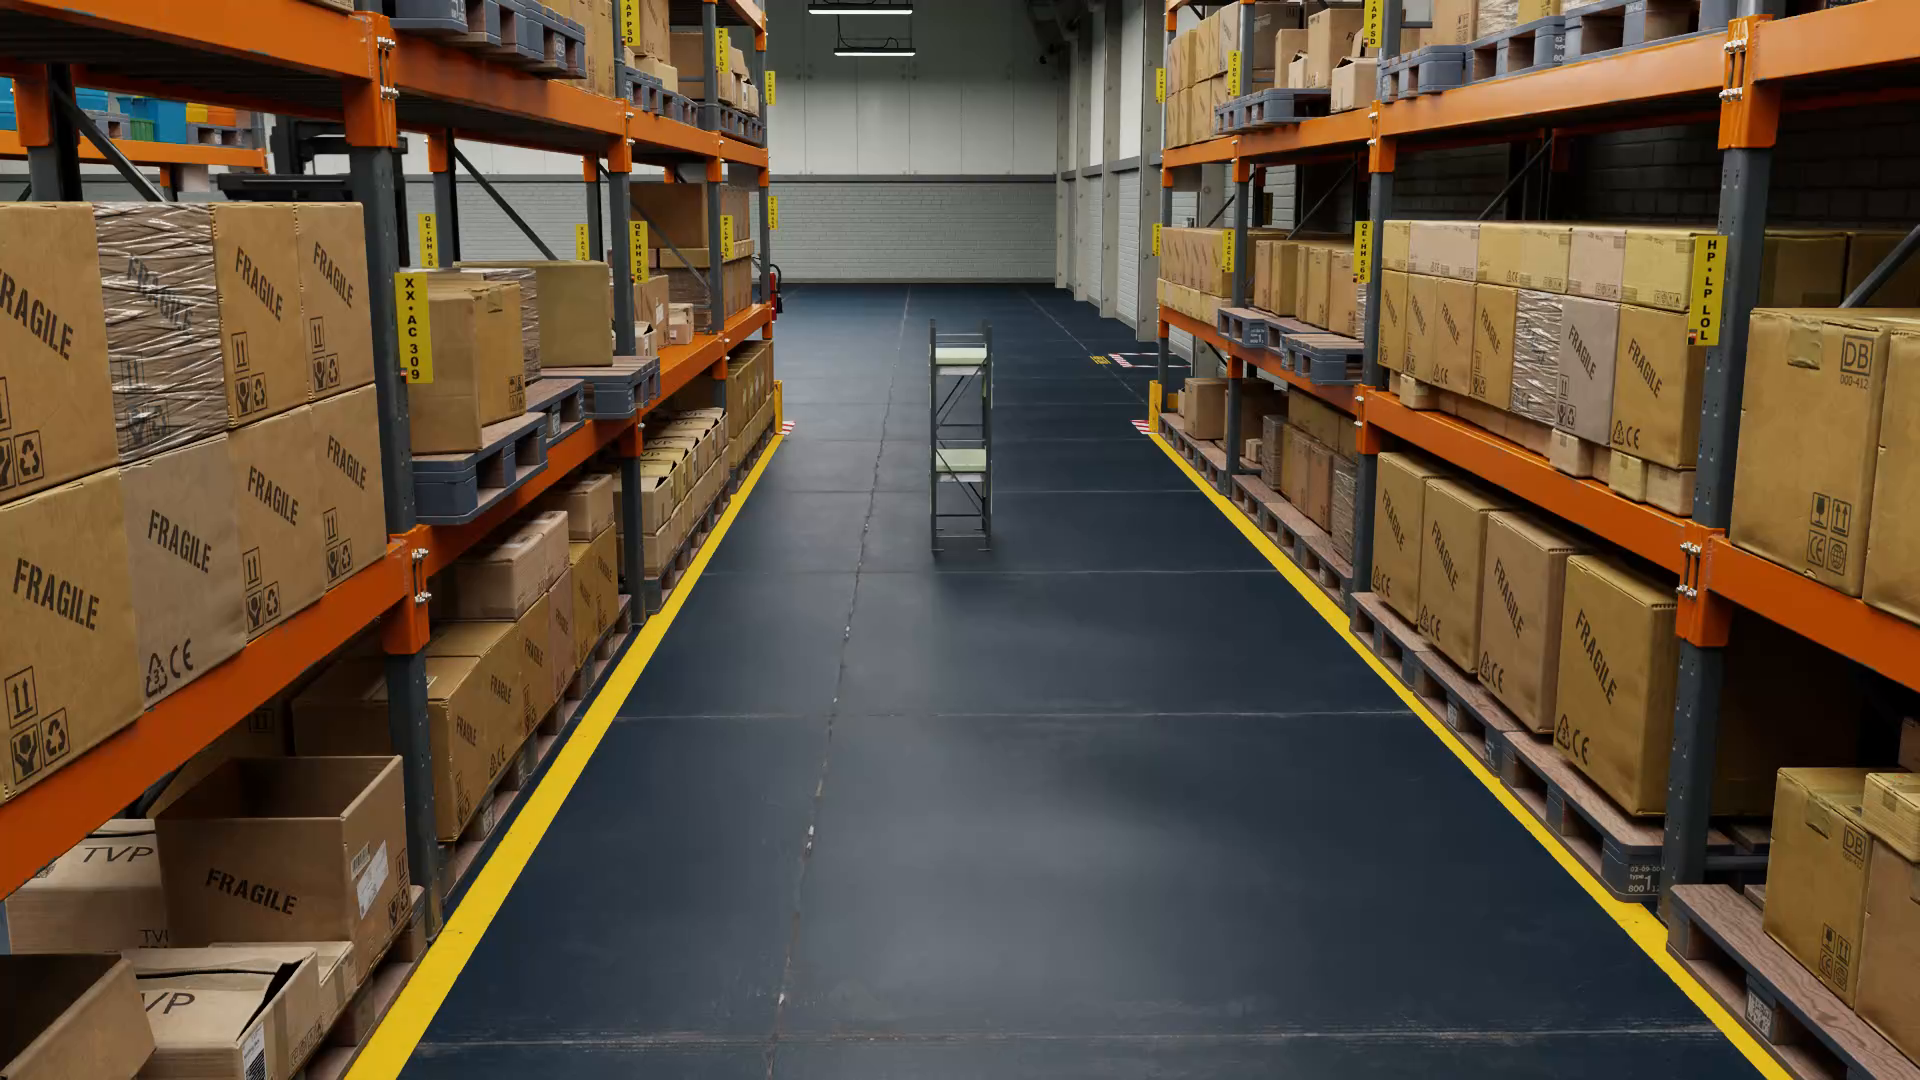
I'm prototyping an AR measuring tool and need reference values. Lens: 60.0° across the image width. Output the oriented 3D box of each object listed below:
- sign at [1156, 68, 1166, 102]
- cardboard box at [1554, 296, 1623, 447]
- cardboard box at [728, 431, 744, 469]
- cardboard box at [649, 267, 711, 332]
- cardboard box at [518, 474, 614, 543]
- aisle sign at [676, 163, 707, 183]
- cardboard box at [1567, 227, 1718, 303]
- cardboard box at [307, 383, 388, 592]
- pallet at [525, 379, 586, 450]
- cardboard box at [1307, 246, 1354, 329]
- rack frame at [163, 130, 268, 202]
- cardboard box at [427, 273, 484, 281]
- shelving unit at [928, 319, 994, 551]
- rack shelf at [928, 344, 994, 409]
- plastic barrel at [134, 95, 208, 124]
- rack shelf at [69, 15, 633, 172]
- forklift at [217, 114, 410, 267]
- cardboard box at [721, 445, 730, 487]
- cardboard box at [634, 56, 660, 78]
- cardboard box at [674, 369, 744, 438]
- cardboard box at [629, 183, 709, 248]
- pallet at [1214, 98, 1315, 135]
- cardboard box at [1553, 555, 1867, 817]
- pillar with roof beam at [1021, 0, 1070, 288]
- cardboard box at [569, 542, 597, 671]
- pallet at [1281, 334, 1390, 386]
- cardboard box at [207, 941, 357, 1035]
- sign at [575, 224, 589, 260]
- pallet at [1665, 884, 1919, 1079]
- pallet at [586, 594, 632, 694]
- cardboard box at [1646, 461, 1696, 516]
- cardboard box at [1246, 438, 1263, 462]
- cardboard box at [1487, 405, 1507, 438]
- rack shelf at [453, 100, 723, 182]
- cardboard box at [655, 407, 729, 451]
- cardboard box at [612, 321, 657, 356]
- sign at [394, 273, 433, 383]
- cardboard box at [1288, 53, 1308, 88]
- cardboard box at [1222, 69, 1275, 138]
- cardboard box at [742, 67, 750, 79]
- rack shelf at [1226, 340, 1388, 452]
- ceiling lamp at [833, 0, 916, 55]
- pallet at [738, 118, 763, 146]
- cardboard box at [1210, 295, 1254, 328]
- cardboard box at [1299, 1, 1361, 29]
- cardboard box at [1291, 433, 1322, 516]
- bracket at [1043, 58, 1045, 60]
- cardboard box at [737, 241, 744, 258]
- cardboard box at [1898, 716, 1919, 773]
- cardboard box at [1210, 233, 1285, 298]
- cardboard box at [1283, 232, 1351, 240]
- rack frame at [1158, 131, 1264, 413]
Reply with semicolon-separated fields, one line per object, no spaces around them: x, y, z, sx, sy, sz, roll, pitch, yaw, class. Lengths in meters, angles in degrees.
1.994;-4.504;16.472;0.100;0.325;0.005;0;11;-1;sign
2.503;-0.619;6.016;0.500;0.500;0.500;0;11;-1;cardboard box
-2.040;-0.743;13.537;0.500;0.250;0.500;0;11;-1;cardboard box
-2.349;-1.929;13.270;0.700;0.500;0.500;-1;11;-3;cardboard box
-1.991;-0.158;8.089;0.500;0.250;0.500;0;11;1;cardboard box
-2.723;-3.872;16.564;0.394;0.787;0.004;0;11;-1;aisle sign
2.518;-0.988;5.948;0.500;0.250;0.500;0;11;0;cardboard box
-1.901;-0.152;4.512;0.500;0.500;0.500;0;11;0;cardboard box
-2.206;-0.516;7.039;1.003;0.211;1.213;0;11;-1;pallet
2.634;-1.623;10.657;0.700;0.500;0.500;0;11;-1;cardboard box
-7.368;-2.567;16.668;1.000;3.000;0.127;0;11;-1;rack frame
-2.266;-0.807;6.684;0.700;0.500;0.500;-3;12;-16;cardboard box
0.000;-0.736;11.417;0.431;1.500;0.755;0;11;-1;shelving unit
0.000;-1.119;11.339;0.431;0.370;0.720;0;11;-1;rack shelf
-7.218;-4.109;15.194;0.600;0.588;0.600;0;11;0;plastic barrel
-2.209;-1.716;6.739;1.077;0.370;4.000;0;11;-1;rack shelf
-4.642;-1.625;12.196;1.130;2.935;3.031;0;11;-2;forklift
-2.035;-0.568;12.676;0.500;0.250;0.500;0;11;-2;cardboard box
-2.316;-3.162;11.378;0.500;0.250;0.500;-1;12;-7;cardboard box
-2.030;-1.111;13.463;0.500;0.500;0.500;0;11;-1;cardboard box
-2.349;-2.564;13.141;0.700;0.500;0.500;0;11;-1;cardboard box
2.526;-3.067;12.062;1.213;0.211;1.003;0;11;-1;pallet
2.641;0.497;5.916;0.750;0.750;0.750;0;11;0;cardboard box
-1.508;-11.358;44.911;9.100;9.000;0.548;0;11;-1;pillar with roof beam
-1.986;0.301;7.712;0.500;0.500;0.500;-1;11;-3;cardboard box
2.581;-1.065;9.745;1.213;0.211;1.003;0;11;-1;pallet
-1.805;1.167;4.327;0.380;0.149;0.250;0;11;-1;cardboard box
-2.888;-2.252;12.738;0.100;0.325;0.005;0;11;-1;sign
2.722;1.296;4.641;1.003;0.211;1.213;0;11;-1;pallet
-2.273;0.519;8.471;1.003;0.211;1.213;0;11;-1;pallet
2.495;-0.175;5.459;0.380;0.149;0.250;0;11;-1;cardboard box
2.578;-0.746;13.710;0.380;0.166;0.250;-2;12;-9;cardboard box
2.520;-0.533;7.223;0.380;0.149;0.250;0;11;-1;cardboard box
-2.292;-2.511;10.659;1.077;0.370;4.000;0;11;-1;rack shelf
-2.038;-0.845;12.630;0.500;0.311;0.500;0;11;-1;cardboard box
-2.075;-1.131;9.815;0.500;0.311;0.500;0;11;-2;cardboard box
-1.626;-0.629;4.939;0.100;0.325;0.005;0;11;-1;sign
2.563;-3.213;11.477;0.500;0.311;0.500;0;11;1;cardboard box
2.362;-3.441;13.131;0.500;0.500;0.500;0;11;0;cardboard box
-2.408;-4.267;15.837;0.797;0.503;0.637;1;11;3;cardboard box
2.661;-1.062;11.061;1.077;0.370;4.000;0;11;-1;rack shelf
-2.084;-13.448;40.531;2.000;3.185;0.800;0;11;-1;ceiling lamp
-2.427;-3.873;15.781;1.003;0.211;1.213;0;11;-1;pallet
2.307;-1.842;13.420;0.500;0.250;0.500;0;11;-1;cardboard box
2.895;-3.930;13.025;0.500;0.500;0.500;0;11;0;cardboard box
2.682;-0.453;11.427;0.700;0.500;0.500;0;11;-1;cardboard box
2.396;-13.574;46.783;0.076;0.066;3.189;0;11;-1;bracket
-2.196;-2.673;15.308;0.380;0.149;0.250;0;11;1;cardboard box
2.893;0.599;4.664;0.380;0.149;0.250;0;11;-1;cardboard box
2.300;-2.209;13.344;0.500;0.500;0.500;0;11;-1;cardboard box
2.818;-2.211;13.352;0.500;0.500;0.500;-1;11;-2;cardboard box
2.537;-2.608;16.868;1.000;3.000;0.127;0;11;-1;rack frame
